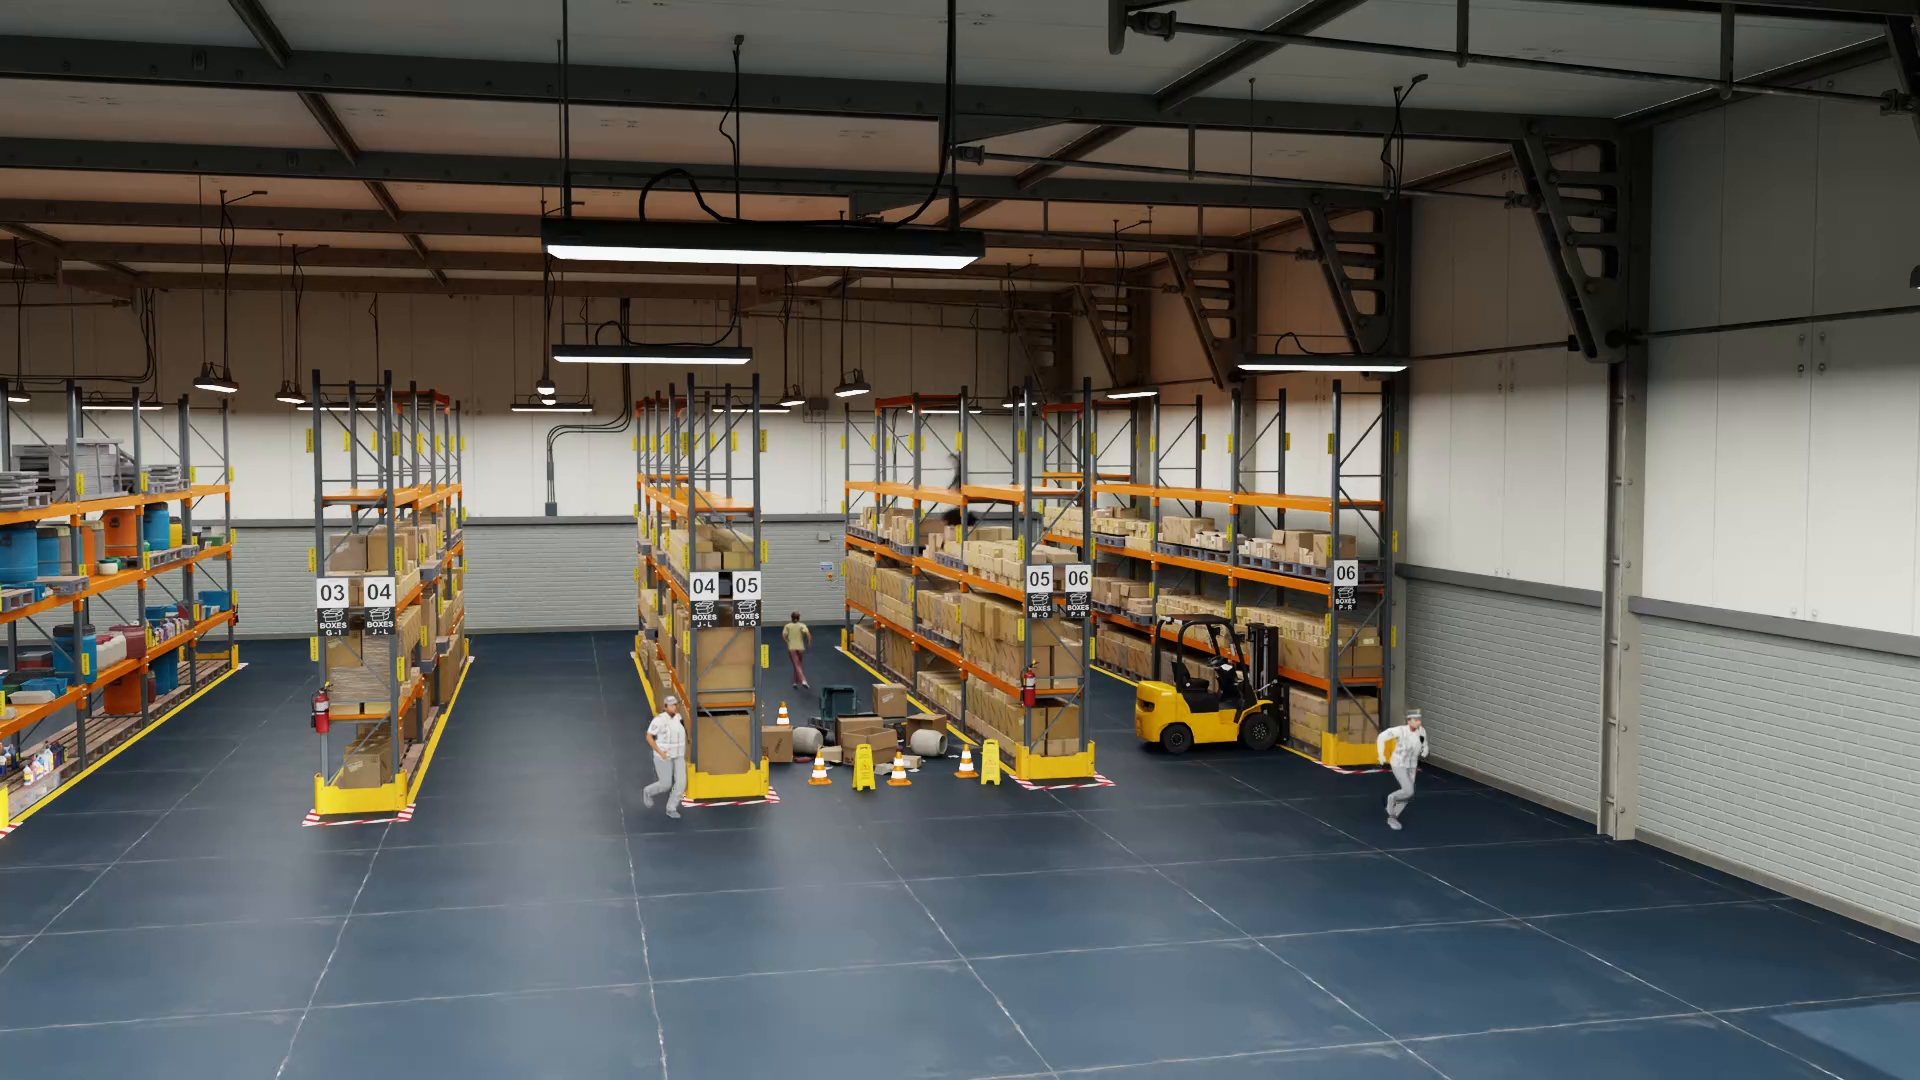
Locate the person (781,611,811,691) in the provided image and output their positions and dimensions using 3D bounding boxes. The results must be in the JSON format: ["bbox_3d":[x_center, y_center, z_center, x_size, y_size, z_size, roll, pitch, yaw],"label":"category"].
[{"bbox_3d":[-3.303,2.284,33.610,0.584,1.628,0.805,-1,3,-11],"label":"person"}]

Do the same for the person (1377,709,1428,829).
[{"bbox_3d":[5.777,2.959,21.513,0.602,1.612,0.684,-1,4,-23],"label":"person"}]

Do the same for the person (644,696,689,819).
[{"bbox_3d":[-3.957,2.910,22.446,0.630,1.626,0.634,3,4,38],"label":"person"}]
